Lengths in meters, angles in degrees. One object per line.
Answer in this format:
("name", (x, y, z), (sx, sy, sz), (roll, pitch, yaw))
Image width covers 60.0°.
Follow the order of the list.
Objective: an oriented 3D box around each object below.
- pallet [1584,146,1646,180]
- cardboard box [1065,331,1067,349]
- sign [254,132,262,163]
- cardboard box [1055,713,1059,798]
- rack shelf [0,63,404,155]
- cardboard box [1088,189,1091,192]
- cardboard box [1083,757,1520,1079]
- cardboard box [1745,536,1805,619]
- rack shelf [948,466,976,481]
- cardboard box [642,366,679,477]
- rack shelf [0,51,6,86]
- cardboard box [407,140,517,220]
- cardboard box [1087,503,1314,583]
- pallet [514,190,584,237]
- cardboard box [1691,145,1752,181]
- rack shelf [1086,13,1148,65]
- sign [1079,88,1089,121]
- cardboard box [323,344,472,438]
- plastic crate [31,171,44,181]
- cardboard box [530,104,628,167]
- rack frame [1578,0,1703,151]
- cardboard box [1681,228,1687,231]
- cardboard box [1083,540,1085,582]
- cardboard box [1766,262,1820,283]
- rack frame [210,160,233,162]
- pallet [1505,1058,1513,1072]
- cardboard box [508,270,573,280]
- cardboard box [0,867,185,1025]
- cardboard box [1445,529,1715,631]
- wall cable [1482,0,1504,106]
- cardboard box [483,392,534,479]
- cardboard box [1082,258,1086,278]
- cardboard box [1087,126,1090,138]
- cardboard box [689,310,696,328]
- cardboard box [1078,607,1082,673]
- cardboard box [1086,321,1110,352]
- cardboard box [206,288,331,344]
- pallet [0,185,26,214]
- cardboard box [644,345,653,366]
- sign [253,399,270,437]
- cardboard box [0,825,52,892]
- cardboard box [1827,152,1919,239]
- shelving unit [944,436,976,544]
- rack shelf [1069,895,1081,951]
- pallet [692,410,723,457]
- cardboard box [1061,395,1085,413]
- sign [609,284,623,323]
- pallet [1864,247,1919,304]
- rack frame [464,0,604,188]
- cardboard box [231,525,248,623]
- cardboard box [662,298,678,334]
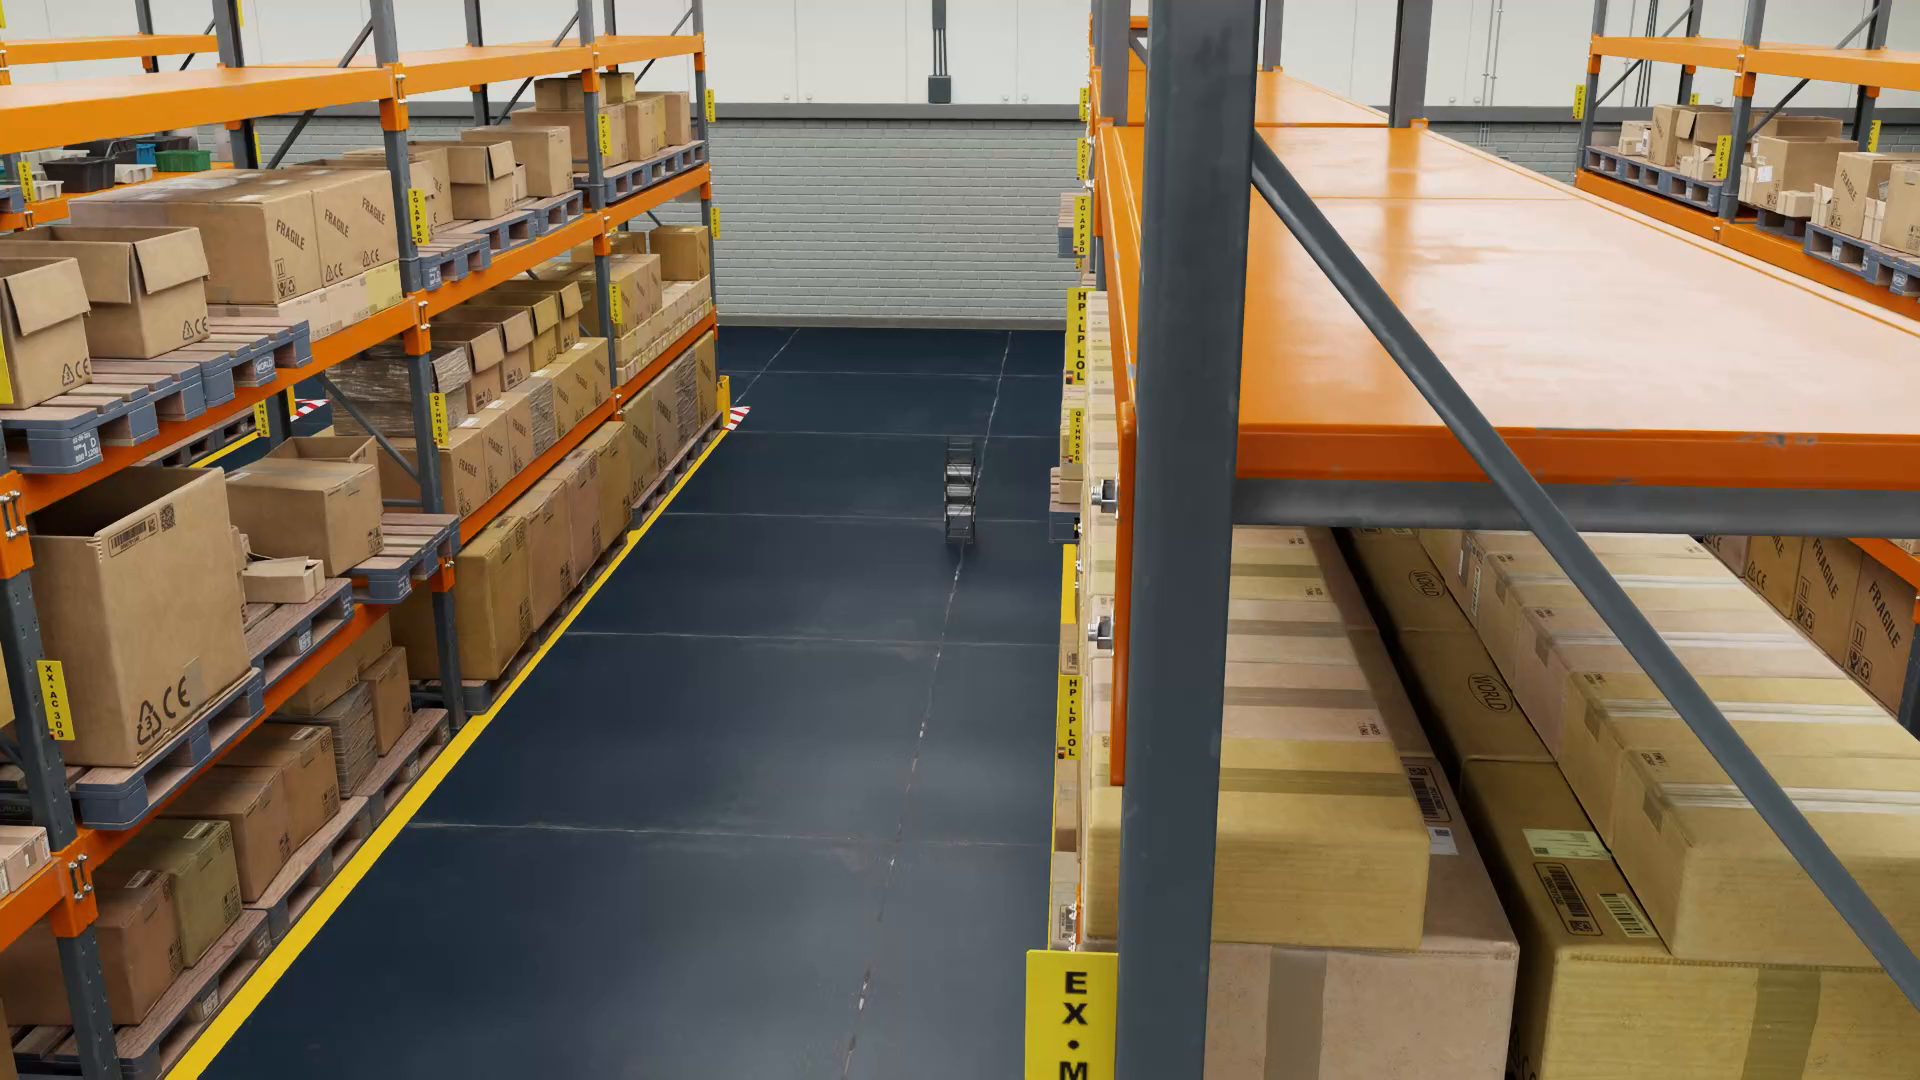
("pallet", (6.707, -3.644, 16.051), (1.003, 0.211, 1.213), (1, 18, 4))
("cardboard box", (1.031, -1.579, 13.197), (0.380, 0.149, 0.250), (2, 18, 7))
("sign", (-7.525, -4.191, 17.747), (0.100, 0.325, 0.005), (1, 18, 4))
("cardboard box", (1.039, 1.243, 8.751), (1.050, 0.750, 0.750), (2, 18, 5))
("rack shelf", (-3.852, -1.925, 7.645), (1.077, 0.370, 4.000), (1, 18, 4))
("cardboard box", (1.082, -2.052, 10.891), (0.500, 0.500, 0.500), (1, 18, 4))
("cardboard box", (0.414, 0.498, 2.196), (0.500, 0.250, 0.500), (2, 18, 5))
("cardboard box", (6.441, 0.037, 12.232), (0.875, 0.875, 0.875), (2, 18, 6))
("rack shelf", (0.001, -0.570, 14.245), (0.258, 0.077, 0.200), (1, 18, 4))
("cardboard box", (-3.230, -1.142, 15.830), (0.875, 0.875, 0.875), (1, 18, 4))
("rack shelf", (-8.505, -3.278, 11.773), (1.077, 0.370, 4.000), (1, 18, 4))
("cardboard box", (-3.583, -2.537, 11.689), (0.797, 0.503, 0.637), (1, 18, 3))
("cardboard box", (0.418, 0.040, 2.955), (0.380, 0.149, 0.250), (1, 18, 4))
("pallet", (-3.438, -2.518, 12.782), (0.805, 0.209, 1.217), (1, 18, 2))
("cardboard box", (6.189, -3.063, 13.516), (0.396, 0.266, 0.258), (2, 18, 6))
("rack shelf", (1.662, -4.456, 14.732), (1.077, 0.370, 4.000), (1, 18, 4))
("sign", (1.264, -4.423, 16.883), (0.100, 0.325, 0.005), (1, 18, 4))
("cardboard box", (-3.640, -0.978, 10.820), (0.797, 0.503, 0.637), (2, 18, 6))
("plastic crate", (-8.650, -3.284, 15.234), (0.293, 0.136, 0.466), (1, 18, 4))
("cardboard box", (-3.383, -3.601, 14.783), (0.700, 0.500, 0.500), (2, 18, 7))
("rack frame", (6.750, -5.342, 16.274), (1.000, 3.000, 0.127), (1, 18, 4))
("cardboard box", (6.887, -2.808, 15.368), (0.380, 0.149, 0.250), (2, 18, 5))
("cardboard box", (0.490, 0.105, 4.037), (0.380, 0.149, 0.250), (1, 18, 4))
("cardboard box", (6.744, -2.172, 13.426), (0.380, 0.149, 0.250), (1, 18, 3))
("rack frame", (-8.075, -2.823, 18.220), (1.000, 3.000, 0.127), (1, 18, 4))
("pallet", (0.701, 0.785, 2.534), (1.003, 0.211, 1.213), (1, 18, 4))
("cardboard box", (-3.655, -2.045, 14.406), (0.500, 0.500, 0.500), (2, 18, 5))
("cardboard box", (-3.930, 1.803, 7.410), (0.700, 0.500, 0.500), (0, 18, 0))
("cardboard box", (1.073, 0.055, 2.909), (0.380, 0.149, 0.250), (1, 18, 3))
("wall cable", (6.876, -7.115, 21.684), (0.463, 3.000, 0.029), (1, 18, 4))
("cardboard box", (-3.334, -0.739, 11.702), (0.500, 0.500, 0.500), (1, 18, 3))
("cardboard box", (1.282, -2.144, 13.904), (0.500, 0.500, 0.500), (1, 18, 2))
("cardboard box", (1.252, -3.371, 13.875), (0.380, 0.149, 0.250), (1, 18, 4))
("cardboard box", (-2.887, -2.238, 16.840), (0.380, 0.149, 0.250), (2, 18, 5))
("cardboard box", (0.788, 0.627, 7.530), (0.500, 0.500, 0.500), (1, 18, 4))
("cardboard box", (0.544, -0.512, 4.638), (0.380, 0.149, 0.250), (1, 18, 3))
("cardboard box", (-3.559, -1.118, 8.442), (0.500, 0.250, 0.500), (2, 18, 5))
("pallet", (-8.321, -2.670, 13.242), (1.213, 0.211, 1.003), (1, 18, 4))
("cardboard box", (-3.015, -1.680, 15.136), (0.380, 0.149, 0.250), (1, 18, 2))
("sign", (-4.262, -0.789, 10.155), (0.100, 0.325, 0.005), (1, 18, 4))
("cardboard box", (-3.717, 1.207, 6.324), (0.380, 0.149, 0.250), (1, 18, 4))
("cardboard box", (6.013, -2.233, 10.767), (0.500, 0.500, 0.500), (1, 18, 4))
("shelving unit", (0.001, -0.430, 14.291), (0.258, 0.900, 0.210), (1, 18, 4))
("rack shelf", (0.801, 2.120, 4.291), (1.077, 0.370, 4.000), (1, 18, 4))
("pallet", (-3.114, -1.137, 17.554), (1.003, 0.211, 1.213), (1, 18, 4))
("cardboard box", (0.864, -0.853, 10.983), (0.380, 0.149, 0.250), (2, 18, 6))
("sign", (-2.880, -1.973, 13.896), (0.100, 0.325, 0.005), (1, 18, 4))
("pallet", (6.169, -1.543, 9.801), (1.213, 0.211, 1.003), (2, 18, 6))
("rack frame", (-3.422, -4.321, 13.157), (1.000, 3.000, 0.127), (1, 18, 4))
("cardboard box", (-3.963, 0.226, 8.077), (0.797, 0.503, 0.637), (3, 18, 10))
("cardboard box", (-3.011, -2.148, 15.925), (0.500, 0.250, 0.500), (1, 18, 4))
